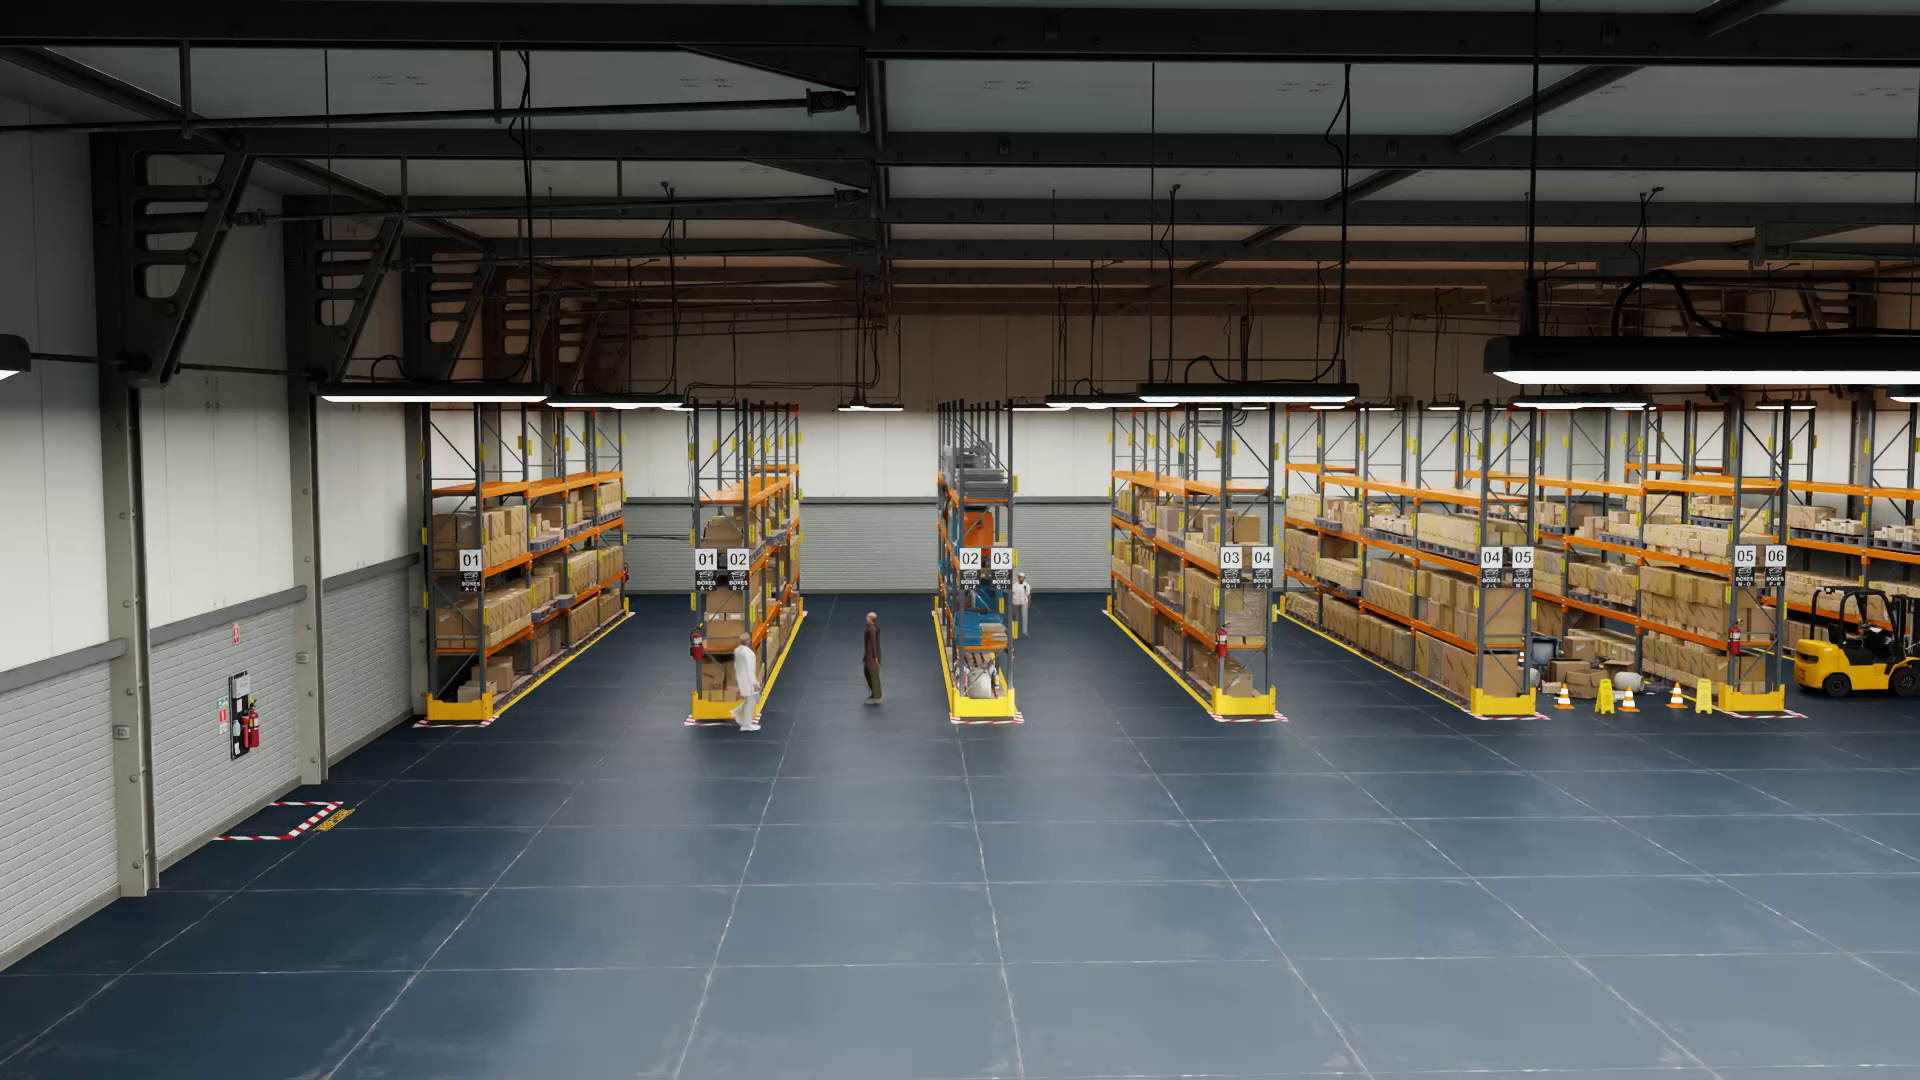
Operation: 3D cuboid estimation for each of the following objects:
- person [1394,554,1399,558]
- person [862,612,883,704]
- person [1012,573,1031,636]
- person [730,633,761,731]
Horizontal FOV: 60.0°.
[{"bbox_3d":[12.452,1.266,46.984,0.389,1.788,0.689,3,5,35],"label":"person"},{"bbox_3d":[-1.746,2.318,32.898,0.432,1.791,0.614,0,4,-1],"label":"person"},{"bbox_3d":[1.569,1.661,42.892,0.519,1.601,0.919,0,4,-1],"label":"person"},{"bbox_3d":[-3.869,2.548,29.932,0.573,1.760,0.588,0,4,-1],"label":"person"}]
